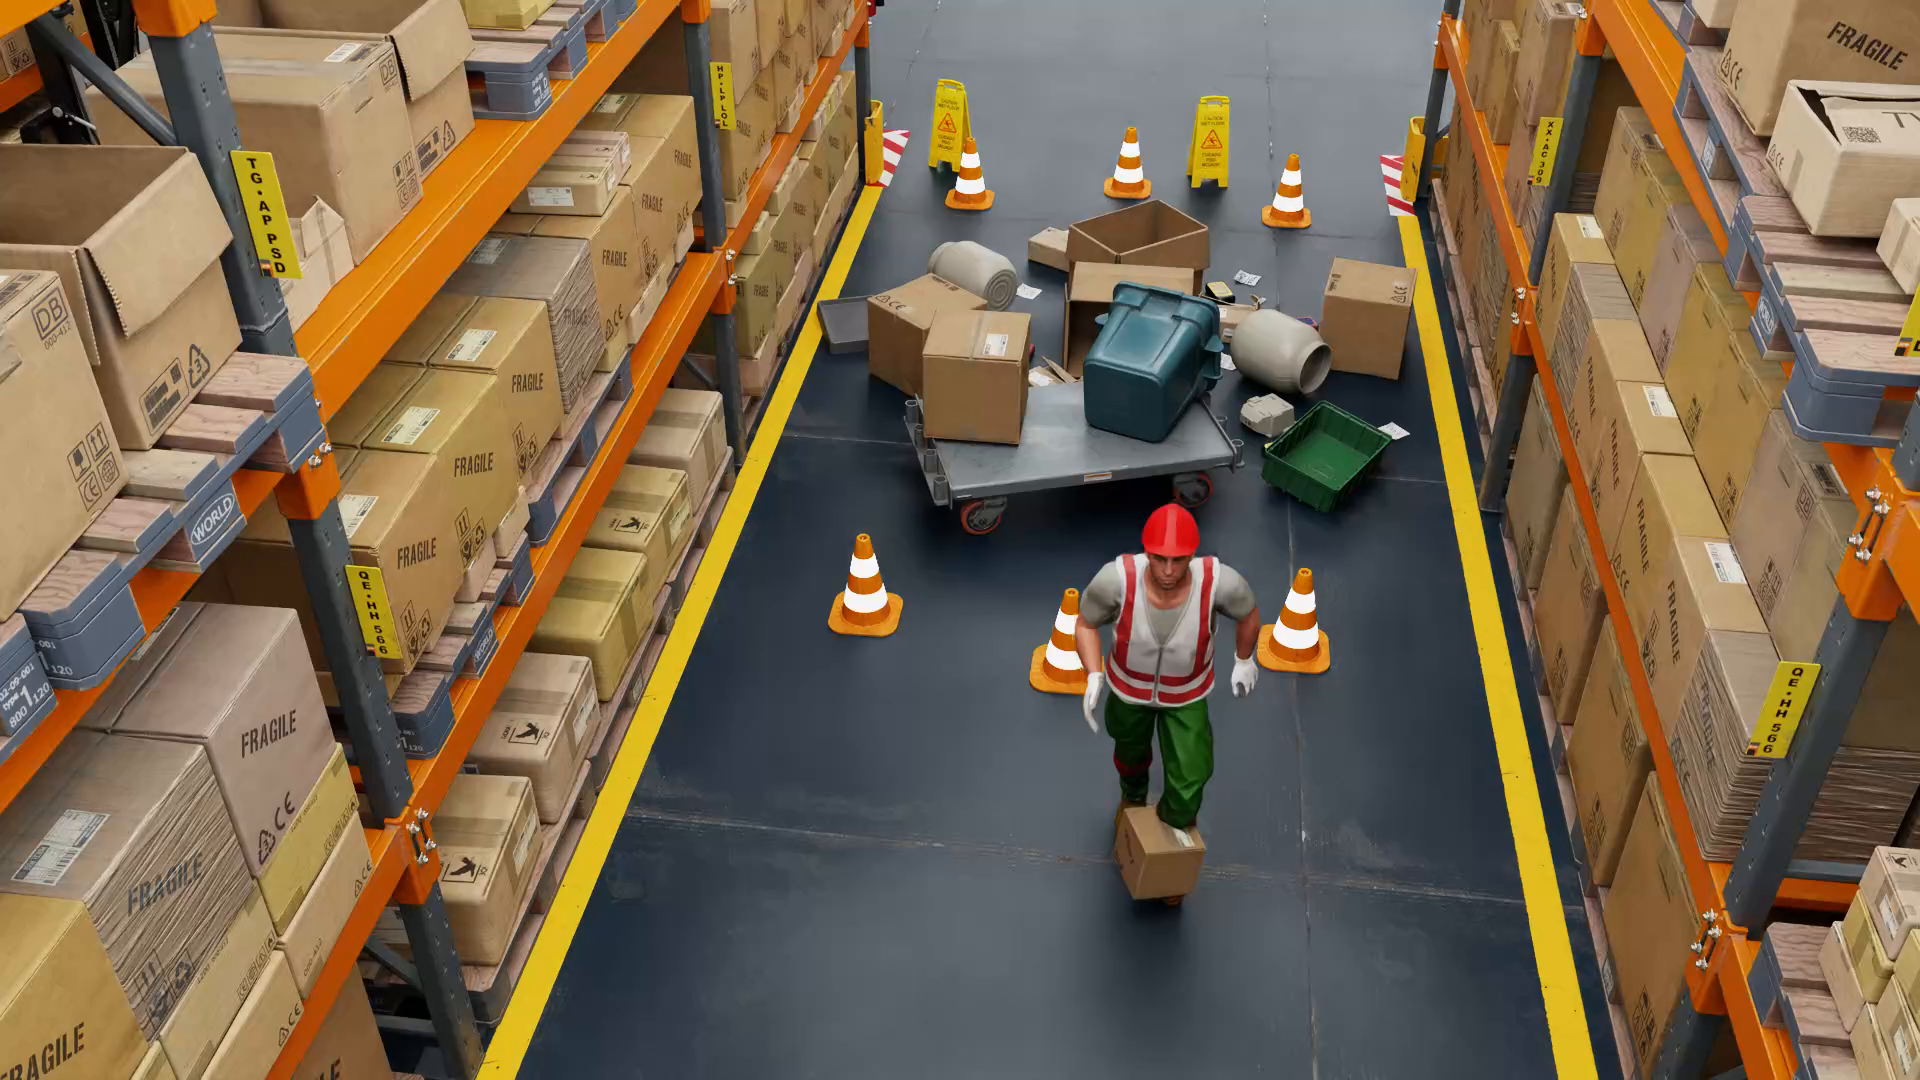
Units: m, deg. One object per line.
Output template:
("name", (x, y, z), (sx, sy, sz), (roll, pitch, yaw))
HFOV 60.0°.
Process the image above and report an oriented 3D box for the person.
("person", (0.764, 0.572, 6.259), (0.692, 1.746, 0.735), (7, 36, 9))
